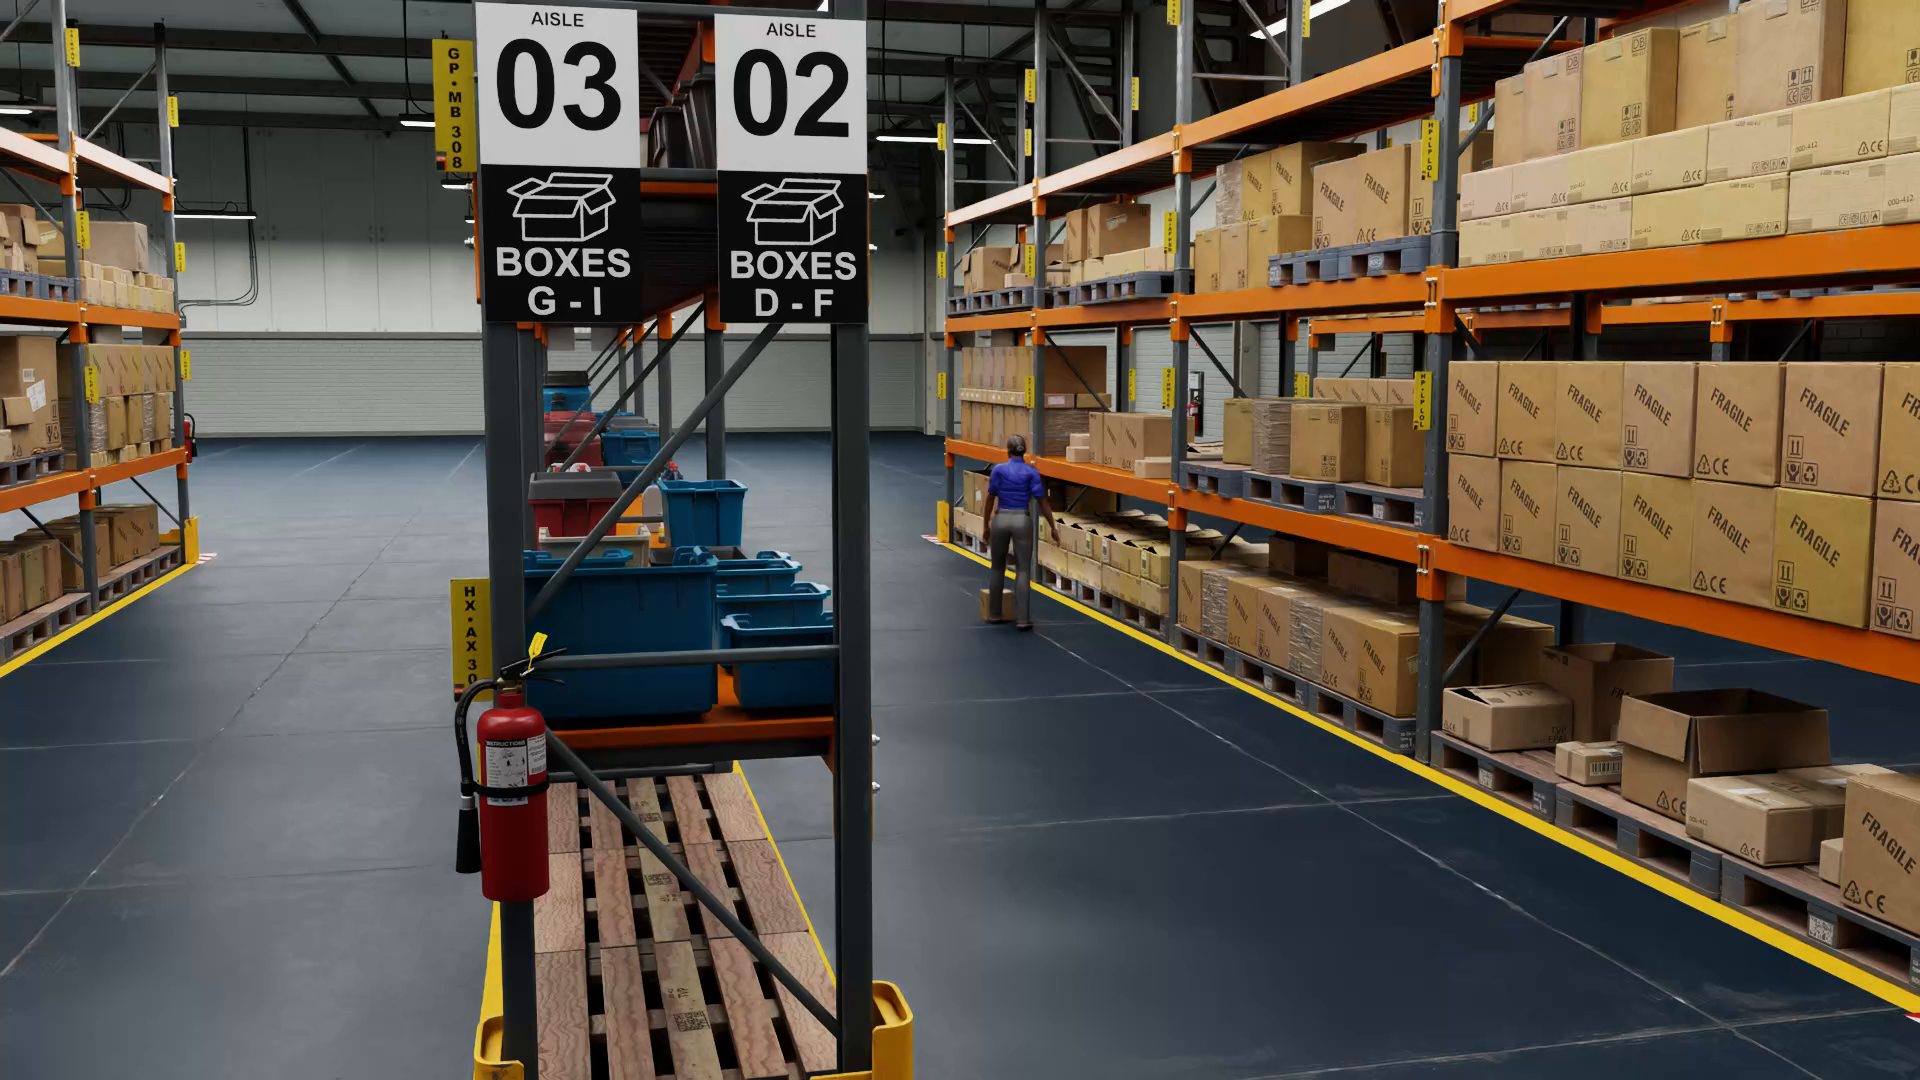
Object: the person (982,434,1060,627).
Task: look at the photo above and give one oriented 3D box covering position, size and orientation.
[{"bbox_3d":[0.534,-0.088,14.377,0.671,1.657,0.562,1,6,6],"label":"person"}]
